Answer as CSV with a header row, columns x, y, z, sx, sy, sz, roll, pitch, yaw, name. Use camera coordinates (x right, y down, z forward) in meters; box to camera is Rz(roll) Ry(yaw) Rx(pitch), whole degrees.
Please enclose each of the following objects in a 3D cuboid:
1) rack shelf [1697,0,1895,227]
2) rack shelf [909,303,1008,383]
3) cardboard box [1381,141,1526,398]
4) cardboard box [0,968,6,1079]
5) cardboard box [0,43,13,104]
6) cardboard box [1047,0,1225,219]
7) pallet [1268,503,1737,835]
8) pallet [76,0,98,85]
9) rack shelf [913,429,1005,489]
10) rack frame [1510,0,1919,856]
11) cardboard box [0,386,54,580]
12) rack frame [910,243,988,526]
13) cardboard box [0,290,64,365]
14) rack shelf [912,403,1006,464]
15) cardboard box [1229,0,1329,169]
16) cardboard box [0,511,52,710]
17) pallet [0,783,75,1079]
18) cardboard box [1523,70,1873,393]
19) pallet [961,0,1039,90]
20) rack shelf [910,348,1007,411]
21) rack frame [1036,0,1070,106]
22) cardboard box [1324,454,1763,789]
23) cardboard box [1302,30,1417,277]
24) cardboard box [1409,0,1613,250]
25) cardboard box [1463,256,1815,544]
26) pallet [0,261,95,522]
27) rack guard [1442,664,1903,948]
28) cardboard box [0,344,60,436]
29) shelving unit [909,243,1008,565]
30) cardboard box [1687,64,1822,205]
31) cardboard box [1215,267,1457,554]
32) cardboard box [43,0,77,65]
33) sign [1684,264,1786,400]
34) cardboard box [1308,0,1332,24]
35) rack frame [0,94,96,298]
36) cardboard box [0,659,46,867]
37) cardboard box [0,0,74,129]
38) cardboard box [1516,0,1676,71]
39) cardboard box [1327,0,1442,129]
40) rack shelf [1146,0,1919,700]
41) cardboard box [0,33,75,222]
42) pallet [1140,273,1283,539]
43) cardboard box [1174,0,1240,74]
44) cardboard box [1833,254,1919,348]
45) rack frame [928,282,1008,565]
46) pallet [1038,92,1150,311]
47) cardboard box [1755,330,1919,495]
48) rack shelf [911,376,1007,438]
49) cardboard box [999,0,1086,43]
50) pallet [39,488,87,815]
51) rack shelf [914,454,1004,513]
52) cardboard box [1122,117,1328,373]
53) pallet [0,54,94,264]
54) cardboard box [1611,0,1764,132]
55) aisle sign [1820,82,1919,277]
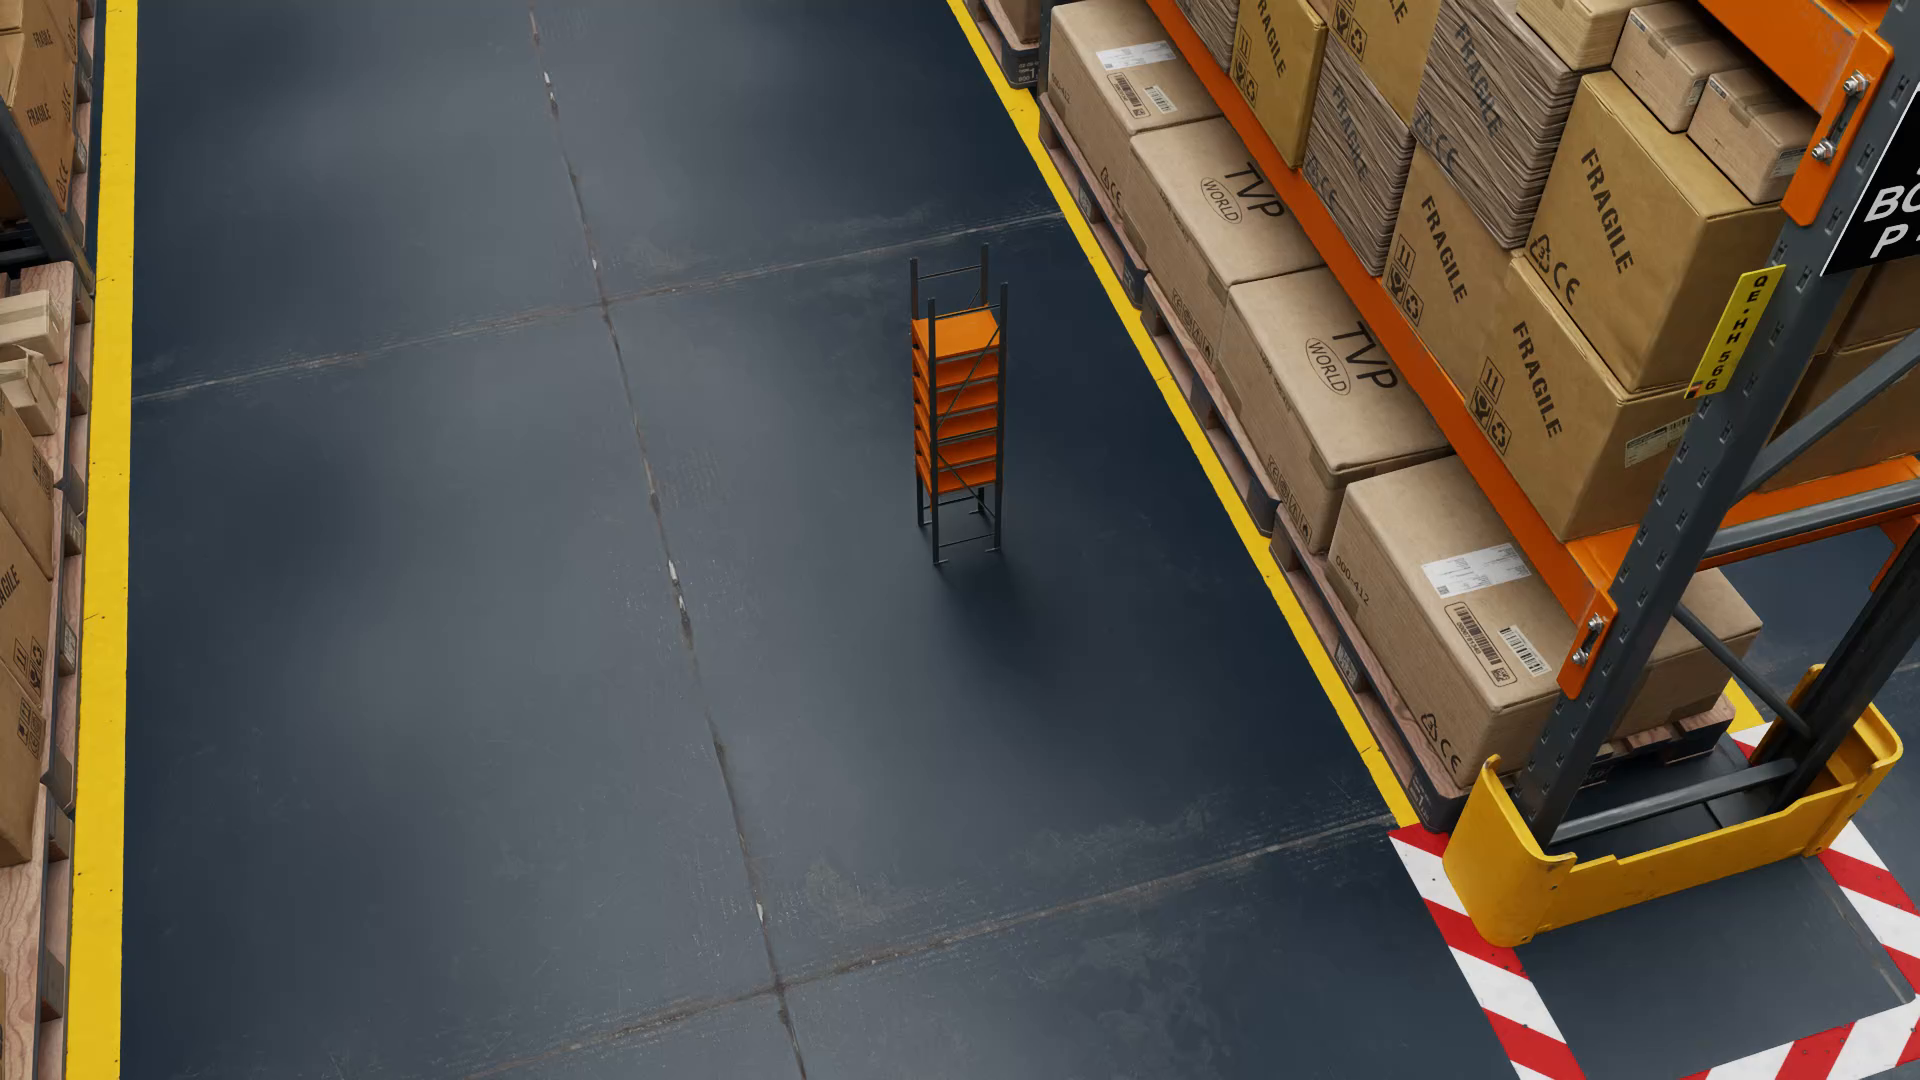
x,y,z,sx,sy,sz,roll,pitch,yaw,name
1.426,-2.256,4.198,1.077,0.370,4.000,-13,51,-11,rack shelf
-0.004,-0.601,5.059,0.258,0.103,0.180,-13,51,-11,rack shelf
1.488,-0.755,4.359,0.500,0.500,0.500,-14,51,-12,cardboard box
-2.813,1.266,4.079,0.797,0.503,0.637,-15,52,-12,cardboard box
-3.758,-1.717,6.172,0.380,0.149,0.250,-11,51,-9,cardboard box
0.918,-1.808,6.714,0.875,0.438,0.875,-14,51,-12,cardboard box
1.707,0.272,5.382,1.003,0.211,1.213,-13,51,-11,pallet
-4.547,-2.436,7.665,1.003,0.211,1.213,-13,51,-11,pallet
-0.004,-0.291,5.426,0.258,0.103,0.180,-13,51,-11,rack shelf
2.018,-0.060,3.839,1.000,3.000,0.127,-13,51,-11,rack frame
-3.336,-0.124,5.253,0.700,0.500,0.500,-15,52,-12,cardboard box
-0.031,-0.464,5.357,0.240,1.200,0.006,-13,51,-11,rack frame
-3.460,-0.732,5.996,0.380,0.149,0.250,-15,51,-12,cardboard box
-0.004,-0.369,5.334,0.258,0.103,0.180,-13,51,-11,rack shelf
1.162,-1.502,4.989,0.500,0.500,0.500,-12,51,-10,cardboard box
-3.090,0.225,4.958,0.500,0.500,0.500,-12,51,-10,cardboard box
-2.982,1.326,4.494,1.003,0.211,1.213,-13,51,-11,pallet
1.648,-0.713,3.670,0.500,0.500,0.500,-12,51,-10,cardboard box
0.535,-2.629,7.828,1.003,0.211,1.213,-13,51,-11,pallet
-0.004,-0.523,5.151,0.258,0.103,0.180,-13,51,-11,rack shelf
0.835,-2.982,6.302,1.000,3.000,0.127,-13,51,-11,rack frame
1.727,0.171,5.045,0.875,0.438,0.875,-15,51,-12,cardboard box
1.327,-1.128,4.674,0.500,0.500,0.500,-12,51,-10,cardboard box
1.465,-1.088,3.986,0.500,0.500,0.500,-13,51,-11,cardboard box
1.622,-0.385,4.047,0.500,0.500,0.500,-13,51,-11,cardboard box
-3.704,-0.456,5.996,1.003,0.211,1.213,-13,51,-11,pallet
2.025,0.763,4.780,1.175,0.500,0.348,-13,51,-11,rack guard
-3.355,-0.509,5.731,0.396,0.266,0.258,-12,51,-10,cardboard box
-0.004,-0.397,5.300,0.258,1.200,0.189,-13,51,-11,shelving unit
1.720,-0.840,3.353,0.380,0.149,0.250,-13,51,-10,cardboard box
1.448,-0.496,5.607,0.875,0.438,0.875,-12,51,-10,cardboard box
-4.144,-2.343,7.123,0.500,0.500,0.500,-15,51,-12,cardboard box
1.495,-0.397,3.211,0.100,0.325,0.005,-13,51,-11,sign
1.175,-1.818,4.601,0.500,0.500,0.500,-14,51,-11,cardboard box
-3.906,-1.856,5.353,1.000,3.000,0.127,-13,51,-11,rack frame
-3.029,0.634,4.614,0.700,0.500,0.500,-11,51,-9,cardboard box
-4.001,-1.977,6.815,0.500,0.500,0.500,-14,51,-11,cardboard box
1.466,-1.190,3.648,0.380,0.149,0.250,-14,51,-11,cardboard box
1.322,-1.450,4.291,0.500,0.500,0.500,-14,51,-11,cardboard box
1.426,-1.289,5.345,1.077,0.370,4.000,-13,51,-11,rack shelf
-3.834,-1.590,6.489,0.500,0.500,0.500,-11,51,-9,cardboard box
1.349,-0.617,6.132,1.003,0.211,1.213,-13,51,-11,pallet
1.009,-1.879,5.306,0.500,0.500,0.500,-13,51,-11,cardboard box
2.148,-0.830,3.768,0.500,0.500,0.500,-14,51,-12,cardboard box
0.023,-0.330,5.244,0.240,1.200,0.006,-13,51,-11,rack frame
0.985,-1.510,6.885,1.003,0.211,1.213,-13,51,-11,pallet
2.150,-0.508,4.151,0.500,0.500,0.500,-14,51,-11,cardboard box
-0.004,-0.446,5.242,0.258,0.103,0.180,-13,51,-11,rack shelf
0.575,-2.867,7.320,0.875,0.875,0.875,-12,51,-10,cardboard box
-3.339,0.437,5.244,1.003,0.211,1.213,-13,51,-11,pallet
-0.004,-0.214,5.518,0.258,0.103,0.180,-13,51,-11,rack shelf
1.183,-1.154,6.162,0.875,0.438,0.875,-15,51,-12,cardboard box
-4.182,-1.543,6.913,1.003,0.211,1.213,-13,51,-11,pallet
1.622,-1.020,3.505,0.380,0.149,0.250,-12,51,-10,cardboard box
1.743,-0.775,2.741,0.394,0.787,0.004,-13,51,-11,aisle sign
